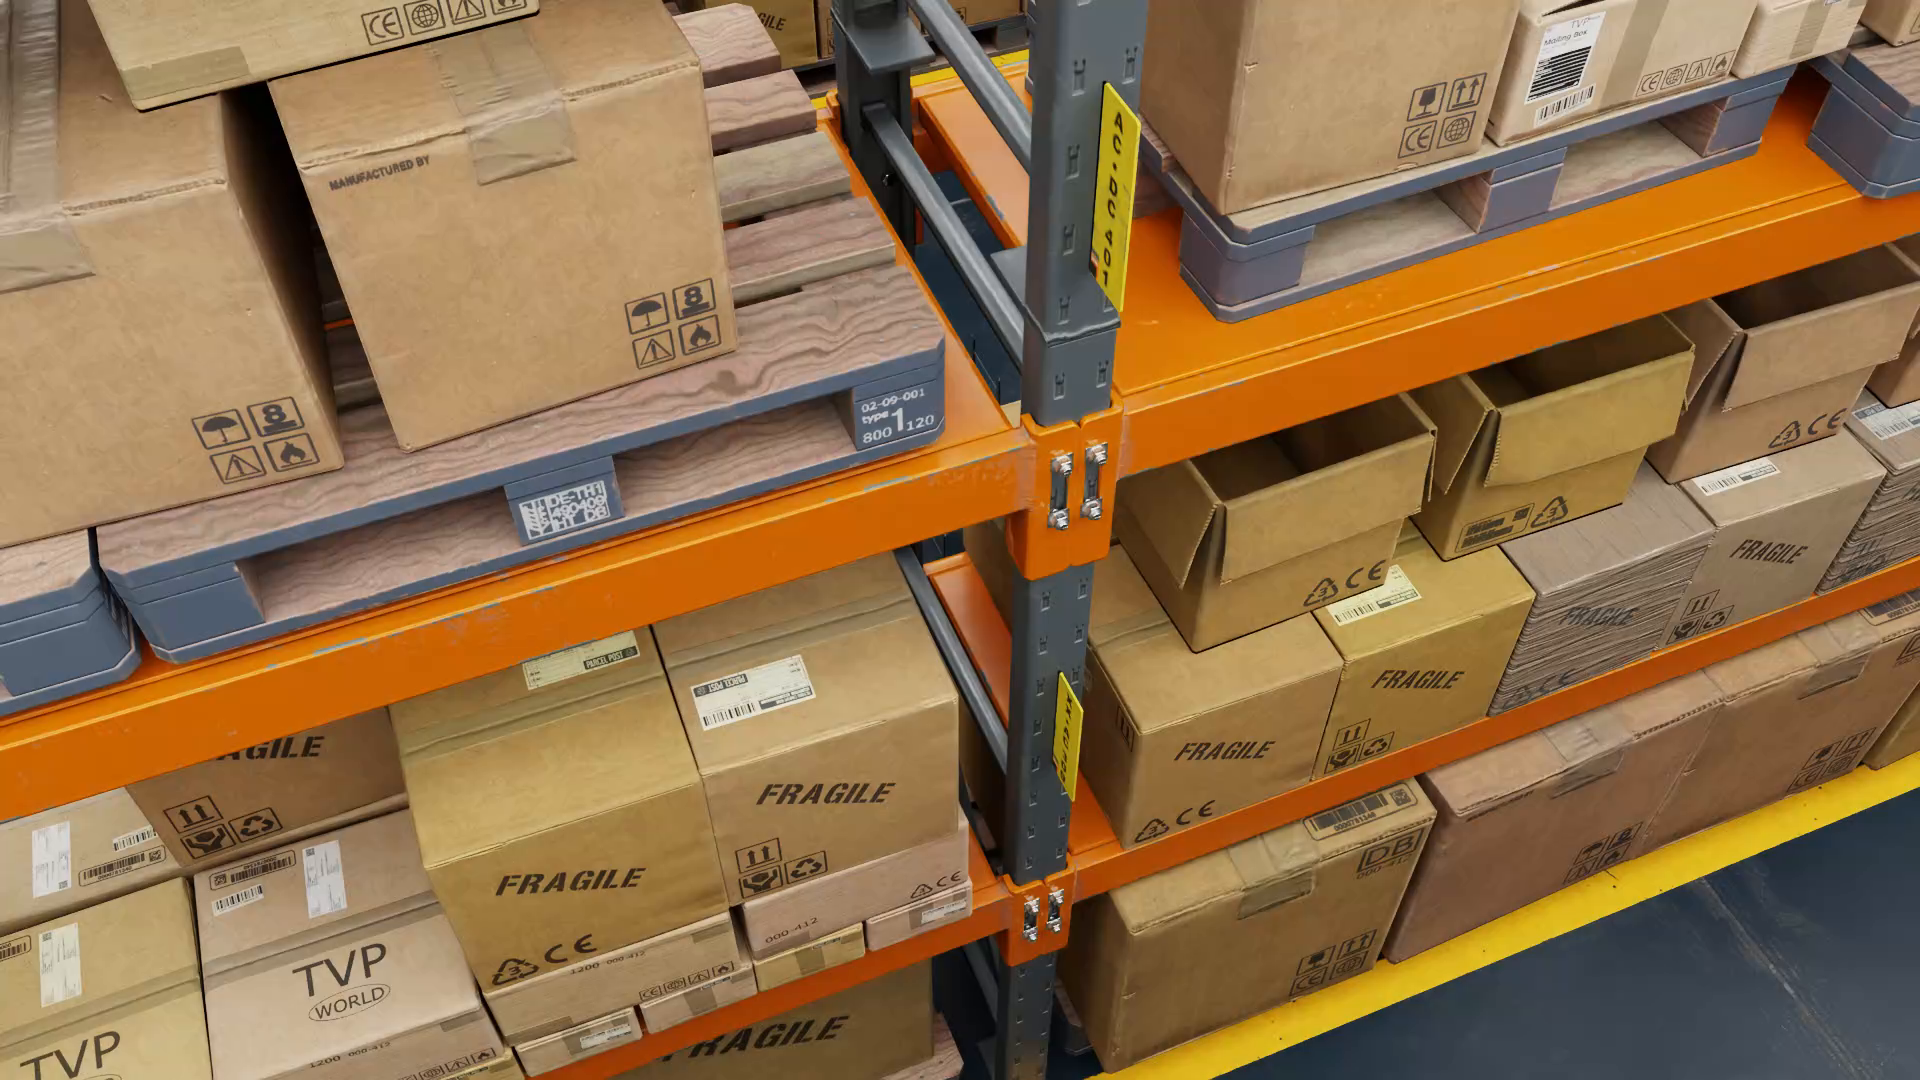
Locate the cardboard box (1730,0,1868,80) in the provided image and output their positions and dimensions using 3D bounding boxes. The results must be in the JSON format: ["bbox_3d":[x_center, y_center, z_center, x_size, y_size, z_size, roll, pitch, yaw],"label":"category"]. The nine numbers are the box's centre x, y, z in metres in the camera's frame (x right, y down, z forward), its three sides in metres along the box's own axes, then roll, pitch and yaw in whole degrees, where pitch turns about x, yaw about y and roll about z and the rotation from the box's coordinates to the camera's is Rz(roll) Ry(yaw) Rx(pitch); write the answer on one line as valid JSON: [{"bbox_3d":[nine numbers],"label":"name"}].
[{"bbox_3d":[1.437,-1.040,3.077,0.250,0.149,0.380,-19,52,-16],"label":"cardboard box"}]

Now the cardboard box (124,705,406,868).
[{"bbox_3d":[-1.477,0.268,3.451,0.500,0.500,0.500,-19,52,-15],"label":"cardboard box"}]

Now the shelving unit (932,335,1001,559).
[{"bbox_3d":[-0.008,-0.291,5.907,0.210,0.900,0.258,-17,52,-14],"label":"shelving unit"}]

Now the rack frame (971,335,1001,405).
[{"bbox_3d":[0.087,-0.320,5.932,0.006,0.900,0.240,-17,52,-14],"label":"rack frame"}]

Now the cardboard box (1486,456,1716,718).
[{"bbox_3d":[1.451,0.037,4.175,0.500,0.500,0.500,-18,52,-15],"label":"cardboard box"}]

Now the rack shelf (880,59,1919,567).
[{"bbox_3d":[1.854,-1.002,3.631,4.000,0.370,1.077,-17,52,-14],"label":"rack shelf"}]

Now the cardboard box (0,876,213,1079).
[{"bbox_3d":[-1.728,1.017,3.302,0.500,0.250,0.500,-18,52,-15],"label":"cardboard box"}]

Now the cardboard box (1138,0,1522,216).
[{"bbox_3d":[0.535,-1.006,2.817,0.500,0.500,0.700,-16,51,-13],"label":"cardboard box"}]

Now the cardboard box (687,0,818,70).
[{"bbox_3d":[-0.995,-2.546,7.830,0.500,0.500,0.500,-15,51,-13],"label":"cardboard box"}]

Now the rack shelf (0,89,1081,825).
[{"bbox_3d":[-1.850,0.145,2.645,4.000,0.370,1.077,-17,52,-14],"label":"rack shelf"}]

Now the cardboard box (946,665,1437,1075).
[{"bbox_3d":[0.587,0.672,4.819,0.875,0.875,1.225,-17,51,-14],"label":"cardboard box"}]

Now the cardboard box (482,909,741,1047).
[{"bbox_3d":[-0.786,0.727,3.551,0.500,0.250,0.500,-16,51,-13],"label":"cardboard box"}]

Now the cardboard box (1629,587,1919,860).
[{"bbox_3d":[2.230,0.156,5.263,0.875,0.875,1.225,-17,51,-14],"label":"cardboard box"}]

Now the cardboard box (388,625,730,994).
[{"bbox_3d":[-0.788,0.482,3.267,0.500,0.500,0.500,-17,51,-14],"label":"cardboard box"}]

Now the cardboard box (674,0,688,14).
[{"bbox_3d":[-1.190,-2.910,8.143,0.500,0.500,0.500,-18,52,-15],"label":"cardboard box"}]

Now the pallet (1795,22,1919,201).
[{"bbox_3d":[2.095,-1.204,3.454,1.213,0.211,1.003,-15,51,-13],"label":"pallet"}]

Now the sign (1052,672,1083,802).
[{"bbox_3d":[0.213,0.396,3.310,0.005,0.325,0.100,-17,52,-14],"label":"sign"}]

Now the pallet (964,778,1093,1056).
[{"bbox_3d":[0.688,0.948,5.296,1.213,0.211,1.003,-17,52,-14],"label":"pallet"}]

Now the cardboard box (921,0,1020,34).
[{"bbox_3d":[-0.026,-2.859,8.099,0.500,0.500,0.500,-16,51,-14],"label":"cardboard box"}]

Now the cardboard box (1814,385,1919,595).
[{"bbox_3d":[2.399,-0.260,4.430,0.500,0.500,0.500,-19,52,-15],"label":"cardboard box"}]

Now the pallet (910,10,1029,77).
[{"bbox_3d":[0.072,-2.867,8.573,1.213,0.211,1.003,-17,52,-14],"label":"pallet"}]

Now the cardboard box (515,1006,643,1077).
[{"bbox_3d":[-0.870,0.935,3.635,0.250,0.149,0.380,-16,51,-14],"label":"cardboard box"}]

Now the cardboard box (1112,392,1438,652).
[{"bbox_3d":[0.590,-0.234,3.747,0.637,0.503,0.797,-18,52,-15],"label":"cardboard box"}]

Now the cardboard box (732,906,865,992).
[{"bbox_3d":[-0.395,0.788,3.762,0.250,0.149,0.380,-16,51,-14],"label":"cardboard box"}]

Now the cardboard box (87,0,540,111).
[{"bbox_3d":[-0.871,-0.844,2.117,0.500,0.250,0.500,-20,52,-17],"label":"cardboard box"}]

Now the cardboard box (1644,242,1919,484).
[{"bbox_3d":[1.799,-0.612,4.071,0.637,0.503,0.797,-16,51,-13],"label":"cardboard box"}]

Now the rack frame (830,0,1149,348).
[{"bbox_3d":[0.002,-1.640,1.727,0.127,3.000,1.000,-17,52,-14],"label":"rack frame"}]

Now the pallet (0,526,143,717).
[{"bbox_3d":[-1.887,-0.060,2.405,1.213,0.211,1.003,-17,52,-14],"label":"pallet"}]

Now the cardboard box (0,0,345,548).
[{"bbox_3d":[-1.199,-0.447,2.271,0.500,0.500,0.700,-15,51,-12],"label":"cardboard box"}]

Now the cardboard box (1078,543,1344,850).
[{"bbox_3d":[0.522,0.325,3.927,0.500,0.500,0.500,-17,51,-14],"label":"cardboard box"}]

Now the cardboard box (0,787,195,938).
[{"bbox_3d":[-1.931,0.645,3.622,0.500,0.250,0.500,-17,51,-14],"label":"cardboard box"}]
